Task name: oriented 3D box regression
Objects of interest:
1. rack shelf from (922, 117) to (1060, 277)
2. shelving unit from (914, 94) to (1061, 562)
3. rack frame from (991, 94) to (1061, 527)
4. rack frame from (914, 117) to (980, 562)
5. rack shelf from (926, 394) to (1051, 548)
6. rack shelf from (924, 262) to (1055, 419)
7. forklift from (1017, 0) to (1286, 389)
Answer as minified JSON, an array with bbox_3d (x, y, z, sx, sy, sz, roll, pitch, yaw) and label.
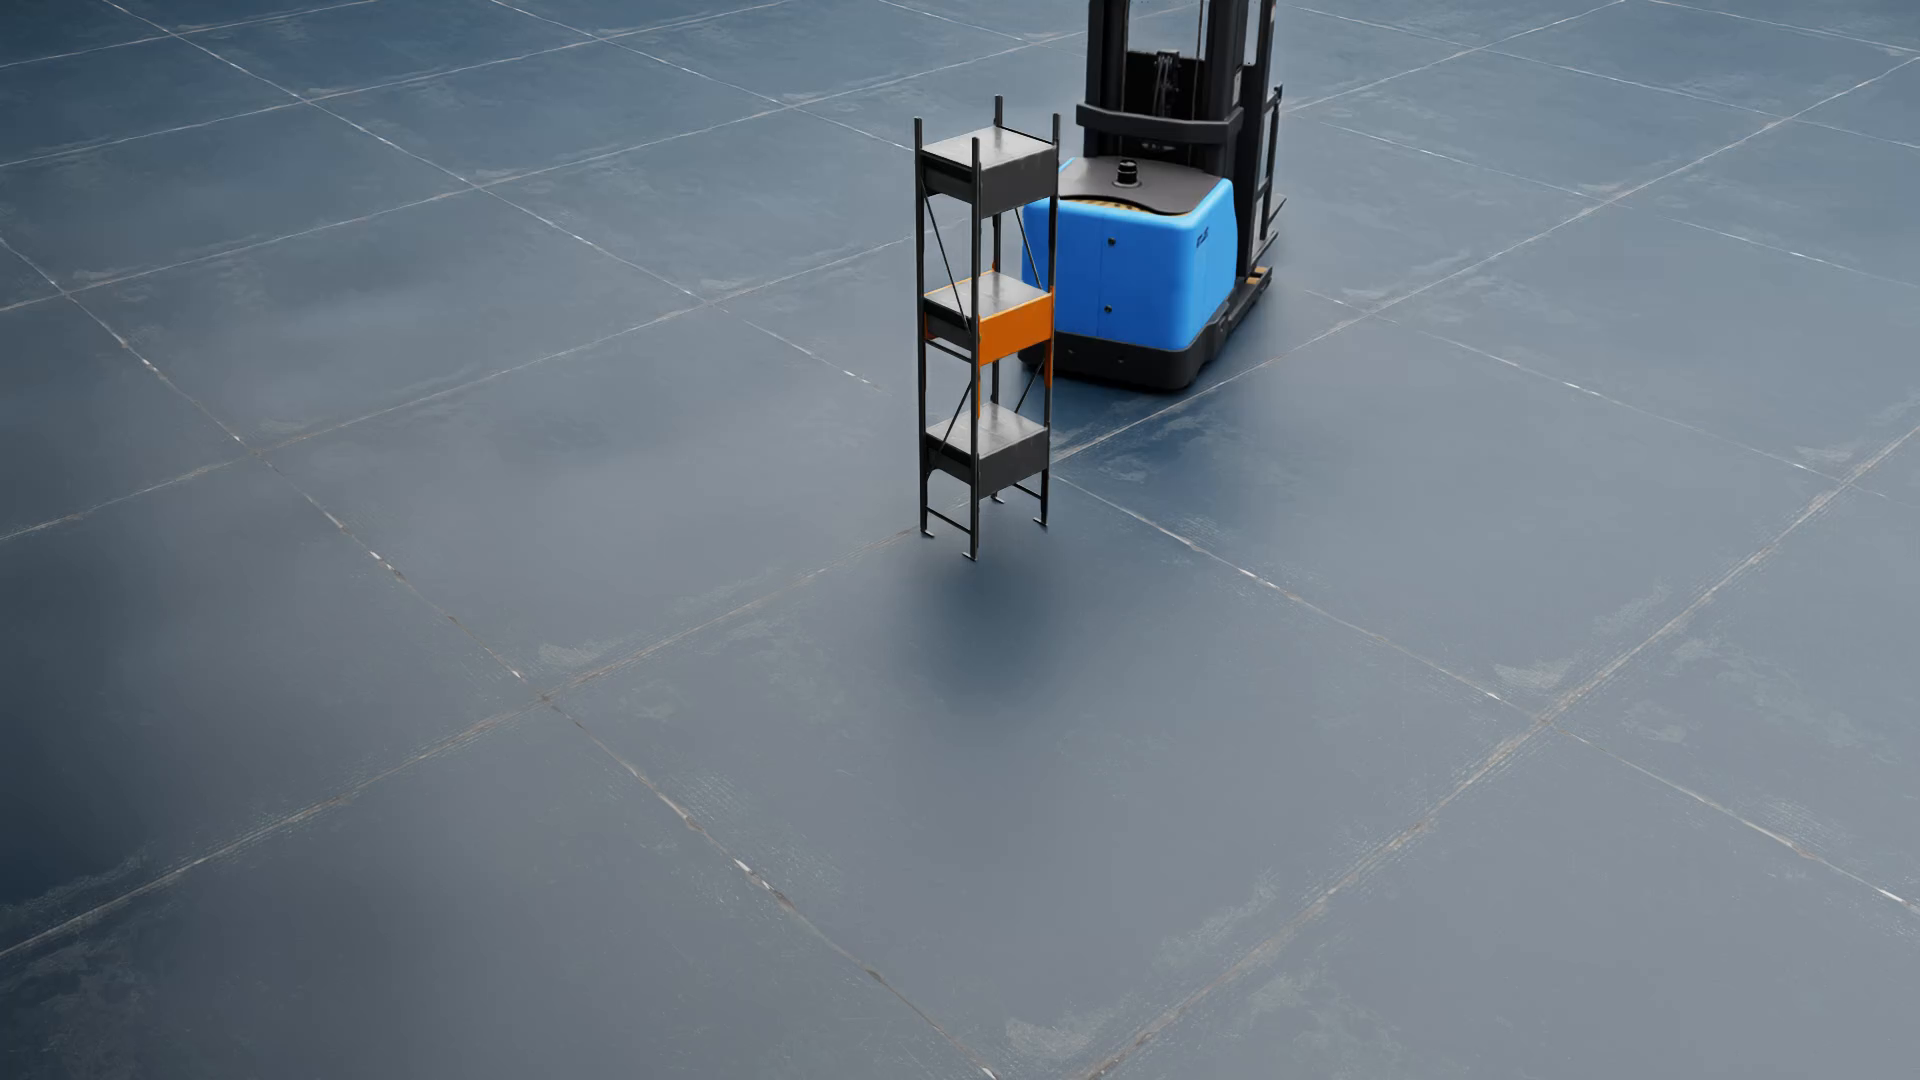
[{"bbox_3d":[0.121,-1.540,7.440,0.480,0.518,0.431,-26,40,-35],"label":"rack shelf"},{"bbox_3d":[0.121,-0.955,7.798,0.503,2.100,0.431,-26,40,-35],"label":"shelving unit"},{"bbox_3d":[0.300,-1.041,7.940,0.015,2.100,0.400,-26,40,-35],"label":"rack frame"},{"bbox_3d":[-0.058,-0.868,7.657,0.015,2.100,0.400,-26,40,-35],"label":"rack frame"},{"bbox_3d":[0.121,-0.346,8.171,0.480,0.518,0.431,-26,40,-35],"label":"rack shelf"},{"bbox_3d":[0.121,-0.943,7.805,0.480,0.518,0.431,-26,40,-35],"label":"rack shelf"},{"bbox_3d":[1.399,-2.865,10.126,1.130,2.935,3.031,13,34,20],"label":"forklift"}]
